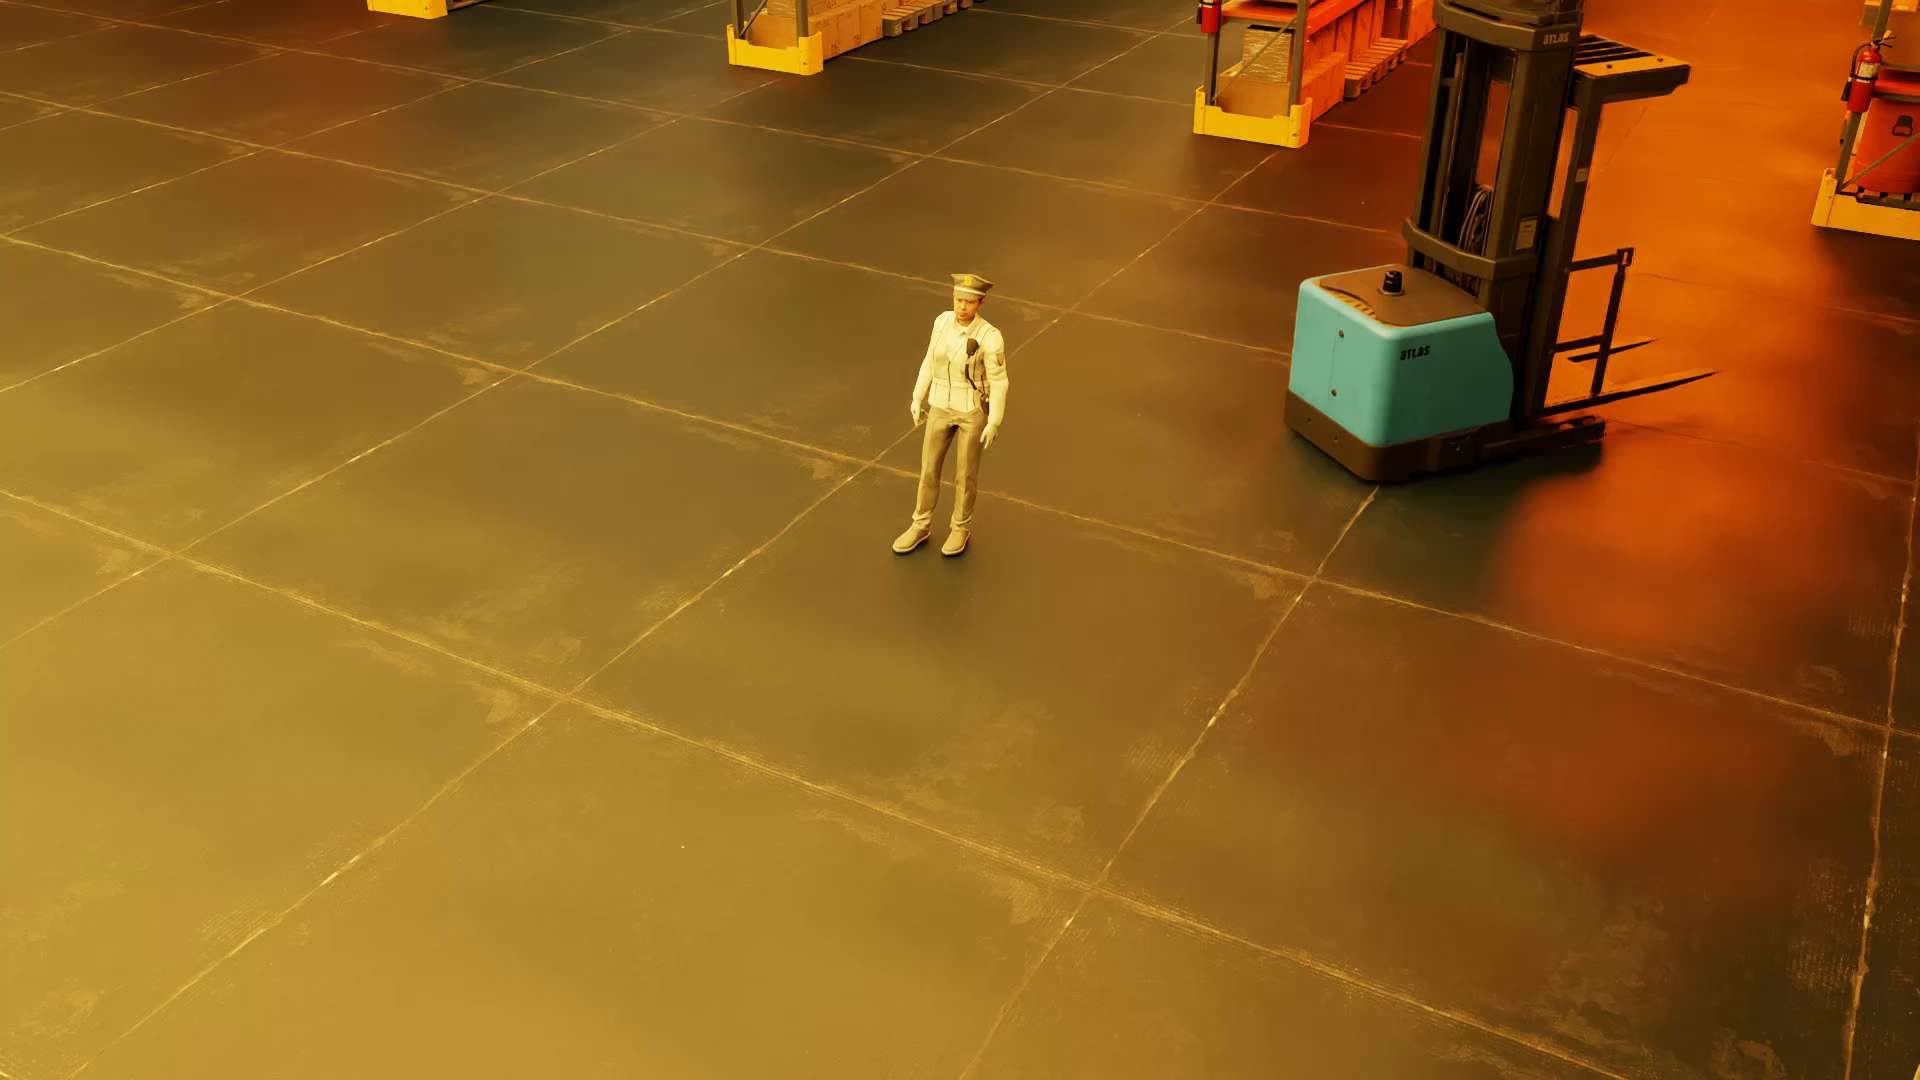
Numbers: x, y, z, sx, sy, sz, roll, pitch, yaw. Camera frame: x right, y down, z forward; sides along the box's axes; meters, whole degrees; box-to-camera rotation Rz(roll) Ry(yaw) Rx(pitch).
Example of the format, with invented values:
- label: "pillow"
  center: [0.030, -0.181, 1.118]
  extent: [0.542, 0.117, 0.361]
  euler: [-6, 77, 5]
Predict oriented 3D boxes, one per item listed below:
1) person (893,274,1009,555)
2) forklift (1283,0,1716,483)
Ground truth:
- label: "person"
  center: [-0.039, -0.712, 9.527]
  extent: [0.586, 1.694, 0.532]
  euler: [15, 33, 25]
- label: "forklift"
  center: [3.753, -2.104, 10.717]
  extent: [3.031, 2.935, 1.130]
  euler: [-12, 32, -20]
